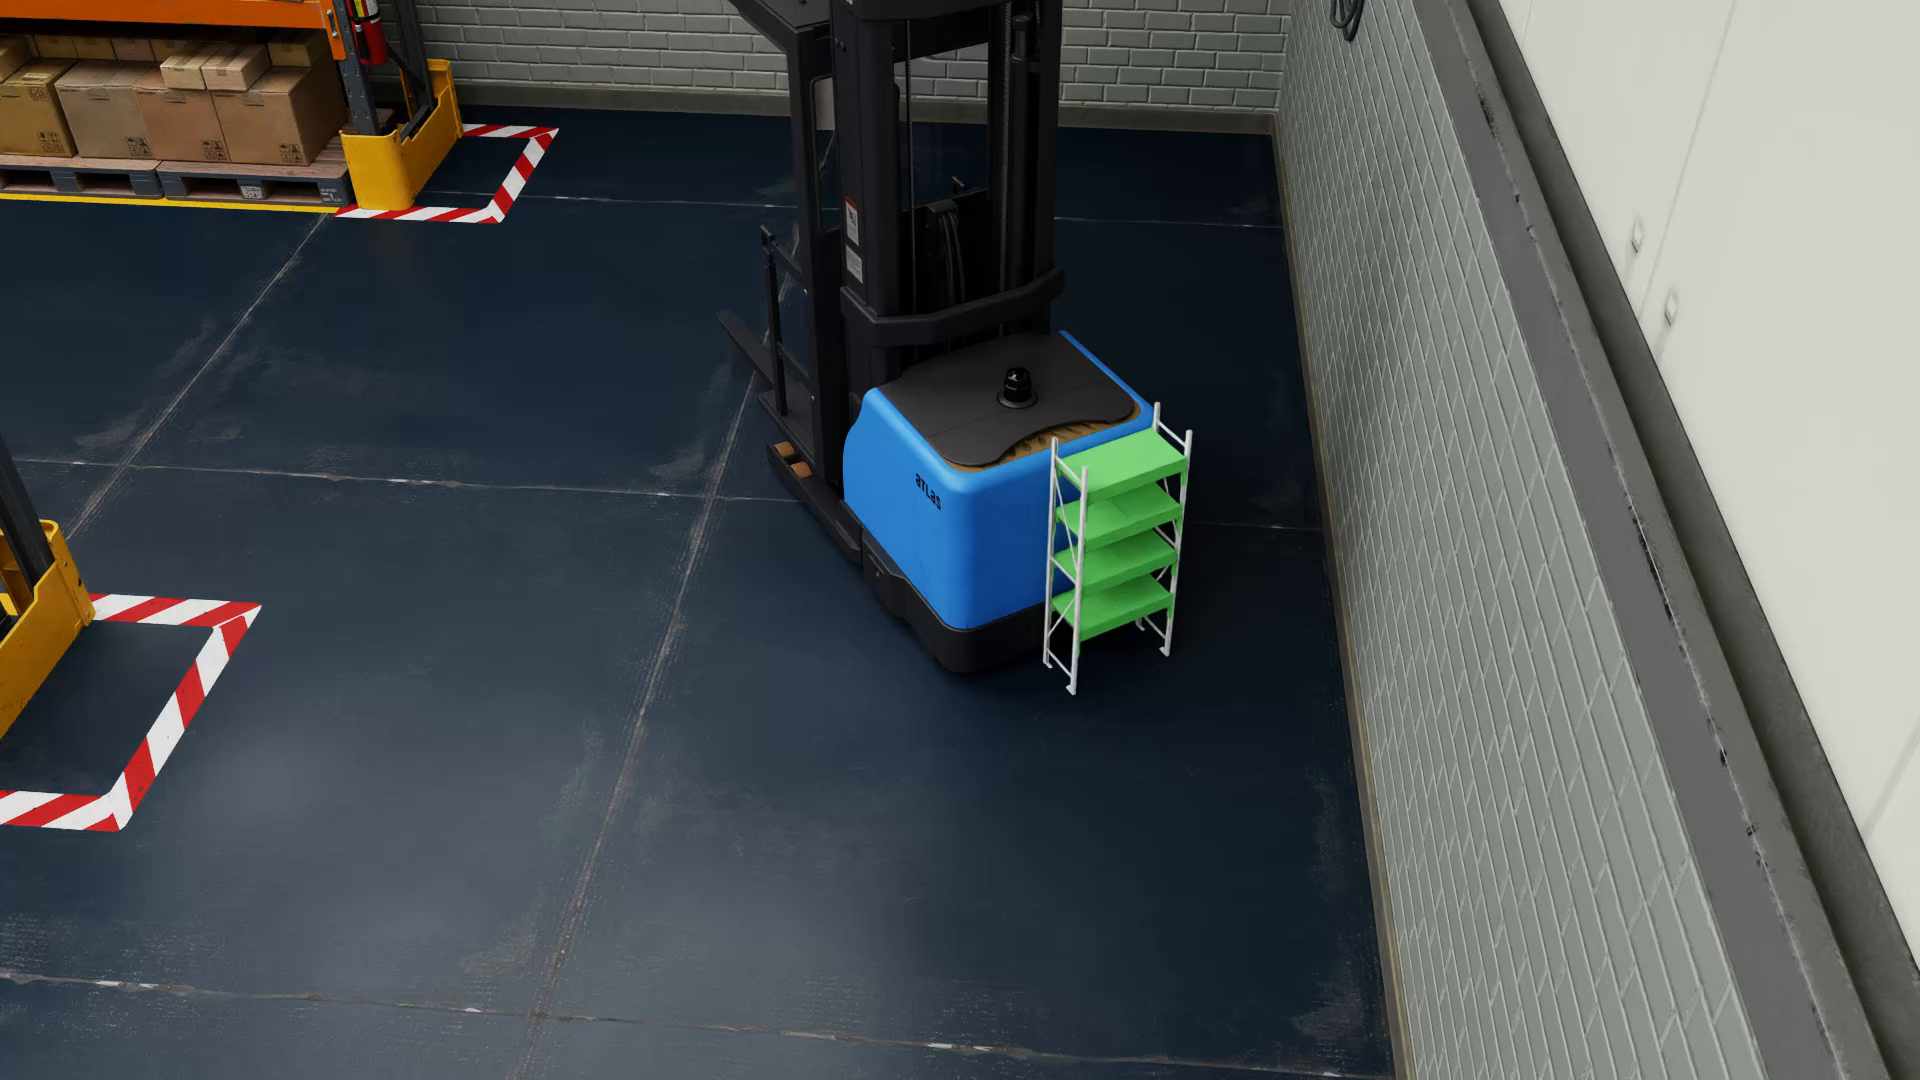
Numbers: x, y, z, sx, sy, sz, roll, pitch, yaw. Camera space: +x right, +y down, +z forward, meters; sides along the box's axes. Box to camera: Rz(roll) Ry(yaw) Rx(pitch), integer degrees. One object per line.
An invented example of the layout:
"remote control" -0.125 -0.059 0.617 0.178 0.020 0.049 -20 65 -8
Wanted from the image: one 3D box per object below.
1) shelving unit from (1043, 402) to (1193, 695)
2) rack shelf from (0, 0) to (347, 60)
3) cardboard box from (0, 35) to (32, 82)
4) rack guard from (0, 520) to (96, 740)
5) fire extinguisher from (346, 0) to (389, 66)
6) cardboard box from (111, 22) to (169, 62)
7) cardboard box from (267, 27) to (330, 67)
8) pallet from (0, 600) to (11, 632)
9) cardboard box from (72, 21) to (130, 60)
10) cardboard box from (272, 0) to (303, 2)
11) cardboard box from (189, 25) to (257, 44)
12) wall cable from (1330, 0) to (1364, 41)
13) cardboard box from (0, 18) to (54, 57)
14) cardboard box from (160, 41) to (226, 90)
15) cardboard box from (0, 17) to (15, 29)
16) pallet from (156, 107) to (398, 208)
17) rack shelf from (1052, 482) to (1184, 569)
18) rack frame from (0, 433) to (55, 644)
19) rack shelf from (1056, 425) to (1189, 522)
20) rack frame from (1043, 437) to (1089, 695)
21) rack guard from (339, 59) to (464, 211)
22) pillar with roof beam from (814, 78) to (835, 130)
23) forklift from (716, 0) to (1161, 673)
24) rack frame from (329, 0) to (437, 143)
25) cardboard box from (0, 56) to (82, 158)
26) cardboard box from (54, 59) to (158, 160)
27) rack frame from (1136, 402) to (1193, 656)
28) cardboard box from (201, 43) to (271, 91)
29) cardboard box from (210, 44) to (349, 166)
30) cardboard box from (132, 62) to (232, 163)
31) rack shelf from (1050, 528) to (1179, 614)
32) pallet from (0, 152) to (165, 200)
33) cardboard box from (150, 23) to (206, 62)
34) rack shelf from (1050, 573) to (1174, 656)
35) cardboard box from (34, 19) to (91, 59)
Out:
"shelving unit" 0.640 0.053 6.904 0.503 1.200 0.258 -20 43 -23
"rack shelf" -5.611 -3.440 10.340 4.000 0.370 1.077 3 39 4
"cardboard box" -6.021 -3.006 10.370 0.250 0.149 0.380 2 39 3
"rack guard" -4.117 0.471 6.945 0.348 0.500 1.175 3 39 4
"fire extinguisher" -3.508 -3.137 9.754 0.183 0.674 0.296 3 39 4
"cardboard box" -5.190 -3.203 10.613 0.250 0.149 0.380 4 39 4
"cardboard box" -4.182 -3.149 10.546 0.250 0.149 0.380 3 39 4
"pallet" -4.912 0.541 7.089 1.213 0.211 1.003 3 39 4
"cardboard box" -5.445 -3.217 10.630 0.250 0.149 0.380 4 39 4
"cardboard box" -4.127 -3.747 9.911 0.700 0.700 0.980 5 39 6
"cardboard box" -4.687 -3.176 10.580 0.250 0.149 0.380 3 39 4
"wall cable" 1.986 -4.199 8.411 0.112 2.526 3.097 3 39 4
"cardboard box" -5.955 -3.244 10.664 0.250 0.149 0.380 4 39 4
"cardboard box" -4.722 -2.936 10.285 0.250 0.149 0.380 4 39 5
"cardboard box" -6.206 -3.259 10.681 0.250 0.149 0.380 2 39 2
"pallet" -4.421 -2.522 10.852 1.213 0.211 1.003 3 39 4
"rack shelf" 0.639 -0.084 6.793 0.480 0.148 0.258 -20 43 -23
"rack frame" -4.042 -0.494 6.151 0.127 3.000 1.000 3 39 4
"rack shelf" 0.639 -0.271 6.642 0.480 0.148 0.258 -20 43 -23
"rack frame" 0.428 0.129 6.810 0.015 1.200 0.240 -20 43 -23
"rack guard" -3.594 -2.639 10.766 0.348 0.500 1.175 3 39 4
"pillar with roof beam" -1.225 -3.626 5.247 0.400 9.000 9.100 3 39 4
"forklift" -0.307 -1.483 7.421 1.130 2.935 3.031 -19 43 -22
"rack frame" -3.618 -3.610 9.979 0.127 3.000 1.000 3 39 4
"cardboard box" -5.855 -2.857 10.702 0.500 0.500 0.700 4 39 5
"cardboard box" -5.324 -2.832 10.672 0.500 0.500 0.700 2 39 2
"rack frame" 0.852 -0.023 6.998 0.015 1.200 0.240 -20 43 -23
"cardboard box" -4.468 -2.922 10.268 0.250 0.149 0.380 3 39 3
"cardboard box" -4.324 -2.778 10.605 0.500 0.500 0.700 3 39 4
"cardboard box" -4.822 -2.805 10.639 0.500 0.500 0.700 3 39 4
"rack shelf" 0.640 0.103 6.944 0.480 0.148 0.258 -20 43 -23
"pallet" -5.633 -2.591 10.936 1.213 0.211 1.003 3 39 4
"cardboard box" -4.936 -3.190 10.597 0.250 0.149 0.380 3 39 4
"rack shelf" 0.640 0.289 7.095 0.480 0.148 0.258 -20 43 -23
"cardboard box" -5.698 -3.231 10.647 0.250 0.149 0.380 2 39 3
